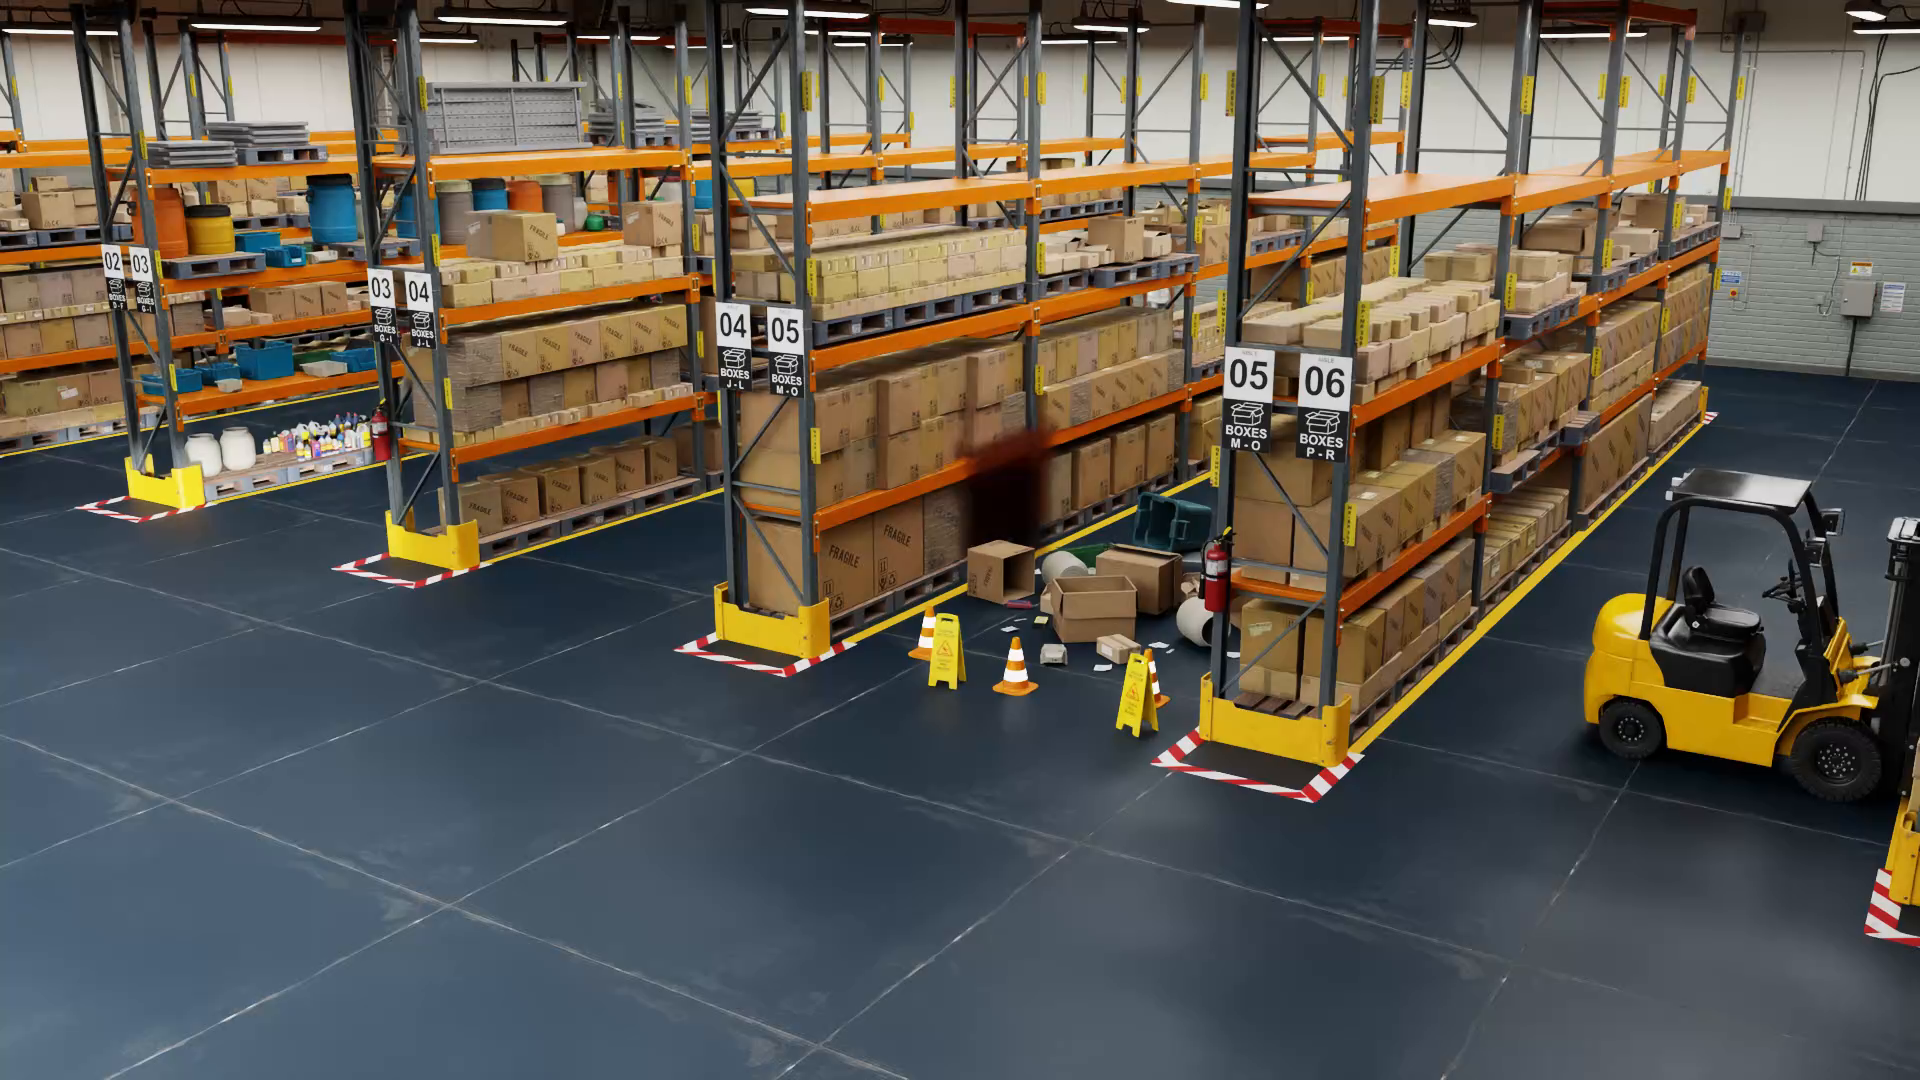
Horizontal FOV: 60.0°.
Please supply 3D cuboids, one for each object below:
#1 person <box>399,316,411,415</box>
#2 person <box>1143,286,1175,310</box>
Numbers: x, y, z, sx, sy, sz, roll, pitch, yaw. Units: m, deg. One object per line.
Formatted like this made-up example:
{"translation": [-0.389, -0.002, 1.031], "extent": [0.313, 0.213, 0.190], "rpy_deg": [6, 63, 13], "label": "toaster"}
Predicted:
{"translation": [-8.617, -2.802, 26.192], "extent": [0.593, 1.610, 1.042], "rpy_deg": [10, 18, 32], "label": "person"}
{"translation": [3.949, -4.742, 32.981], "extent": [0.582, 1.698, 1.113], "rpy_deg": [-2, 16, -9], "label": "person"}
